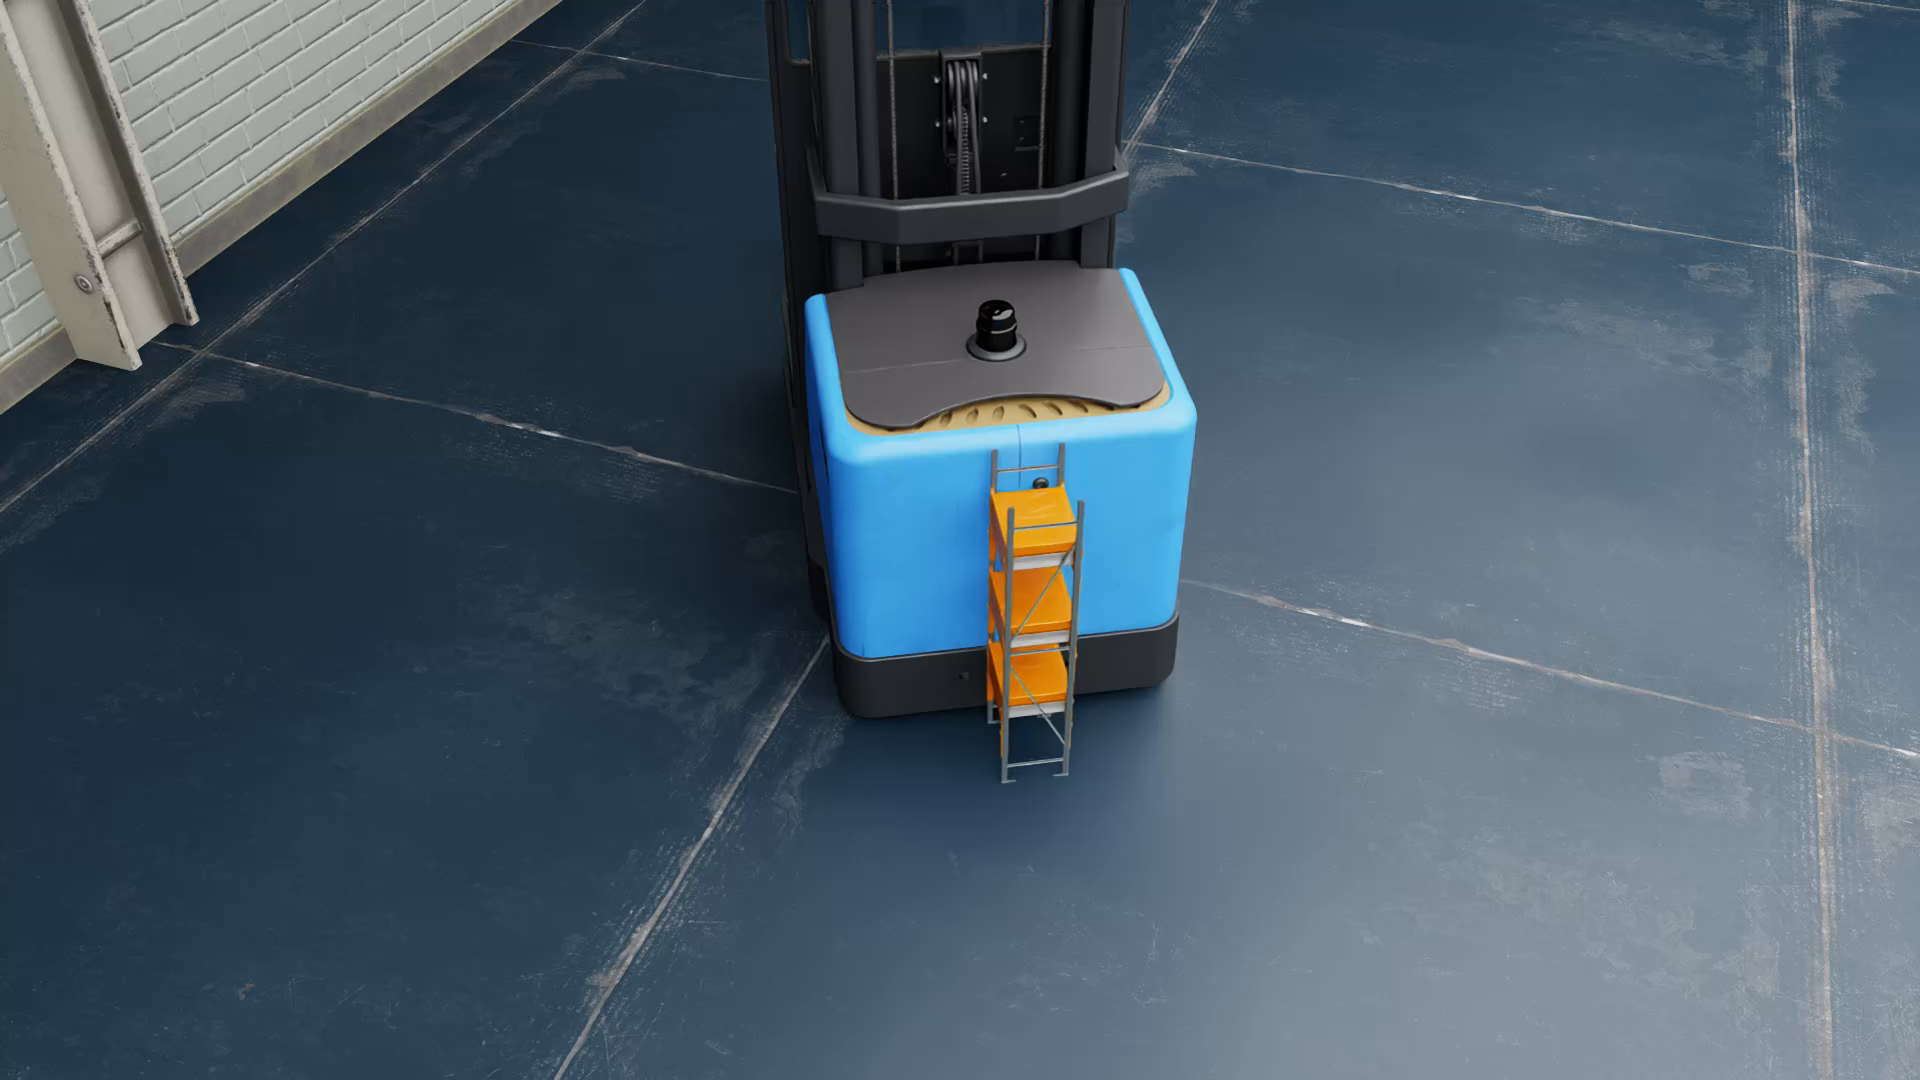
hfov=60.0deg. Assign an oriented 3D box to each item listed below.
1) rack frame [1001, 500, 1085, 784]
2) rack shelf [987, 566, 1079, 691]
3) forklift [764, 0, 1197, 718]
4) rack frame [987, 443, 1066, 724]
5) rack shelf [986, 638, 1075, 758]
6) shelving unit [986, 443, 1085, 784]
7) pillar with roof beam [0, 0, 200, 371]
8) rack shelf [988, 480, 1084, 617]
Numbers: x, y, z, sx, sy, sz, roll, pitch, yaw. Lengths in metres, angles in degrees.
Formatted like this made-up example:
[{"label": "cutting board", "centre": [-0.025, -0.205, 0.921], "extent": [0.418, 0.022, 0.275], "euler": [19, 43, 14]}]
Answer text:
[{"label": "rack frame", "centre": [0.220, 0.308, 4.580], "extent": [0.200, 1.050, 0.008], "euler": [-6, 41, -7]}, {"label": "rack shelf", "centre": [0.201, 0.238, 4.678], "extent": [0.215, 0.259, 0.240], "euler": [-6, 41, -7]}, {"label": "forklift", "centre": [-0.074, -1.538, 5.295], "extent": [1.130, 2.935, 3.031], "euler": [-6, 41, -7]}, {"label": "rack frame", "centre": [0.182, 0.152, 4.763], "extent": [0.200, 1.050, 0.008], "euler": [-6, 41, -7]}, {"label": "rack shelf", "centre": [0.201, 0.450, 4.859], "extent": [0.215, 0.259, 0.240], "euler": [-6, 41, -7]}, {"label": "shelving unit", "centre": [0.201, 0.230, 4.671], "extent": [0.215, 1.050, 0.252], "euler": [-6, 41, -7]}, {"label": "pillar with roof beam", "centre": [0.723, -3.286, 2.668], "extent": [9.100, 9.000, 0.400], "euler": [13, 42, 15]}, {"label": "rack shelf", "centre": [0.201, 0.022, 4.494], "extent": [0.215, 0.259, 0.240], "euler": [-6, 41, -7]}]
